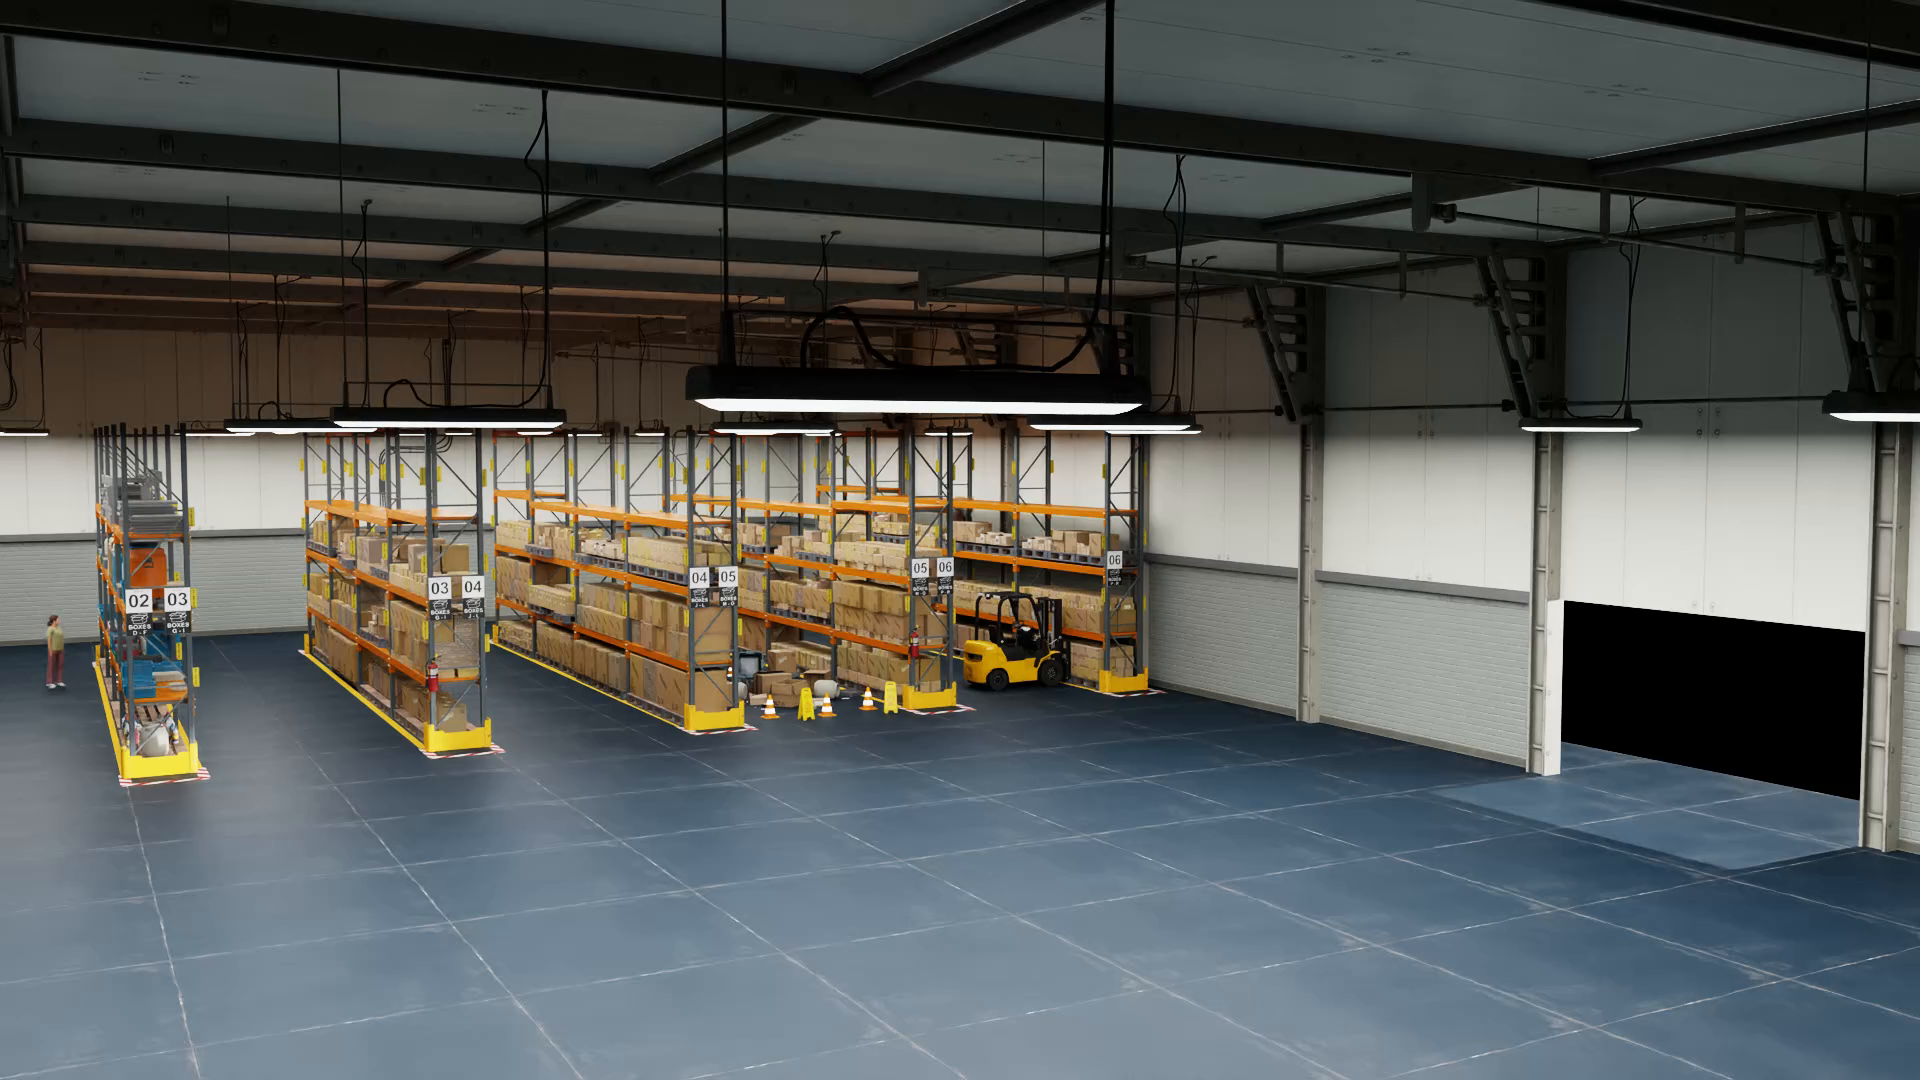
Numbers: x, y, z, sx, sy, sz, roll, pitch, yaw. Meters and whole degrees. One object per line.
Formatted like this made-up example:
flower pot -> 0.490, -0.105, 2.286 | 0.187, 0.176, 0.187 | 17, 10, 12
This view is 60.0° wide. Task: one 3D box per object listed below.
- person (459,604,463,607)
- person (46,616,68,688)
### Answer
person -> -14.433, 1.931, 48.571 | 0.643, 1.739, 0.934 | 0, 3, -5
person -> -20.881, 2.580, 38.347 | 0.444, 1.661, 0.512 | 1, 4, 21
